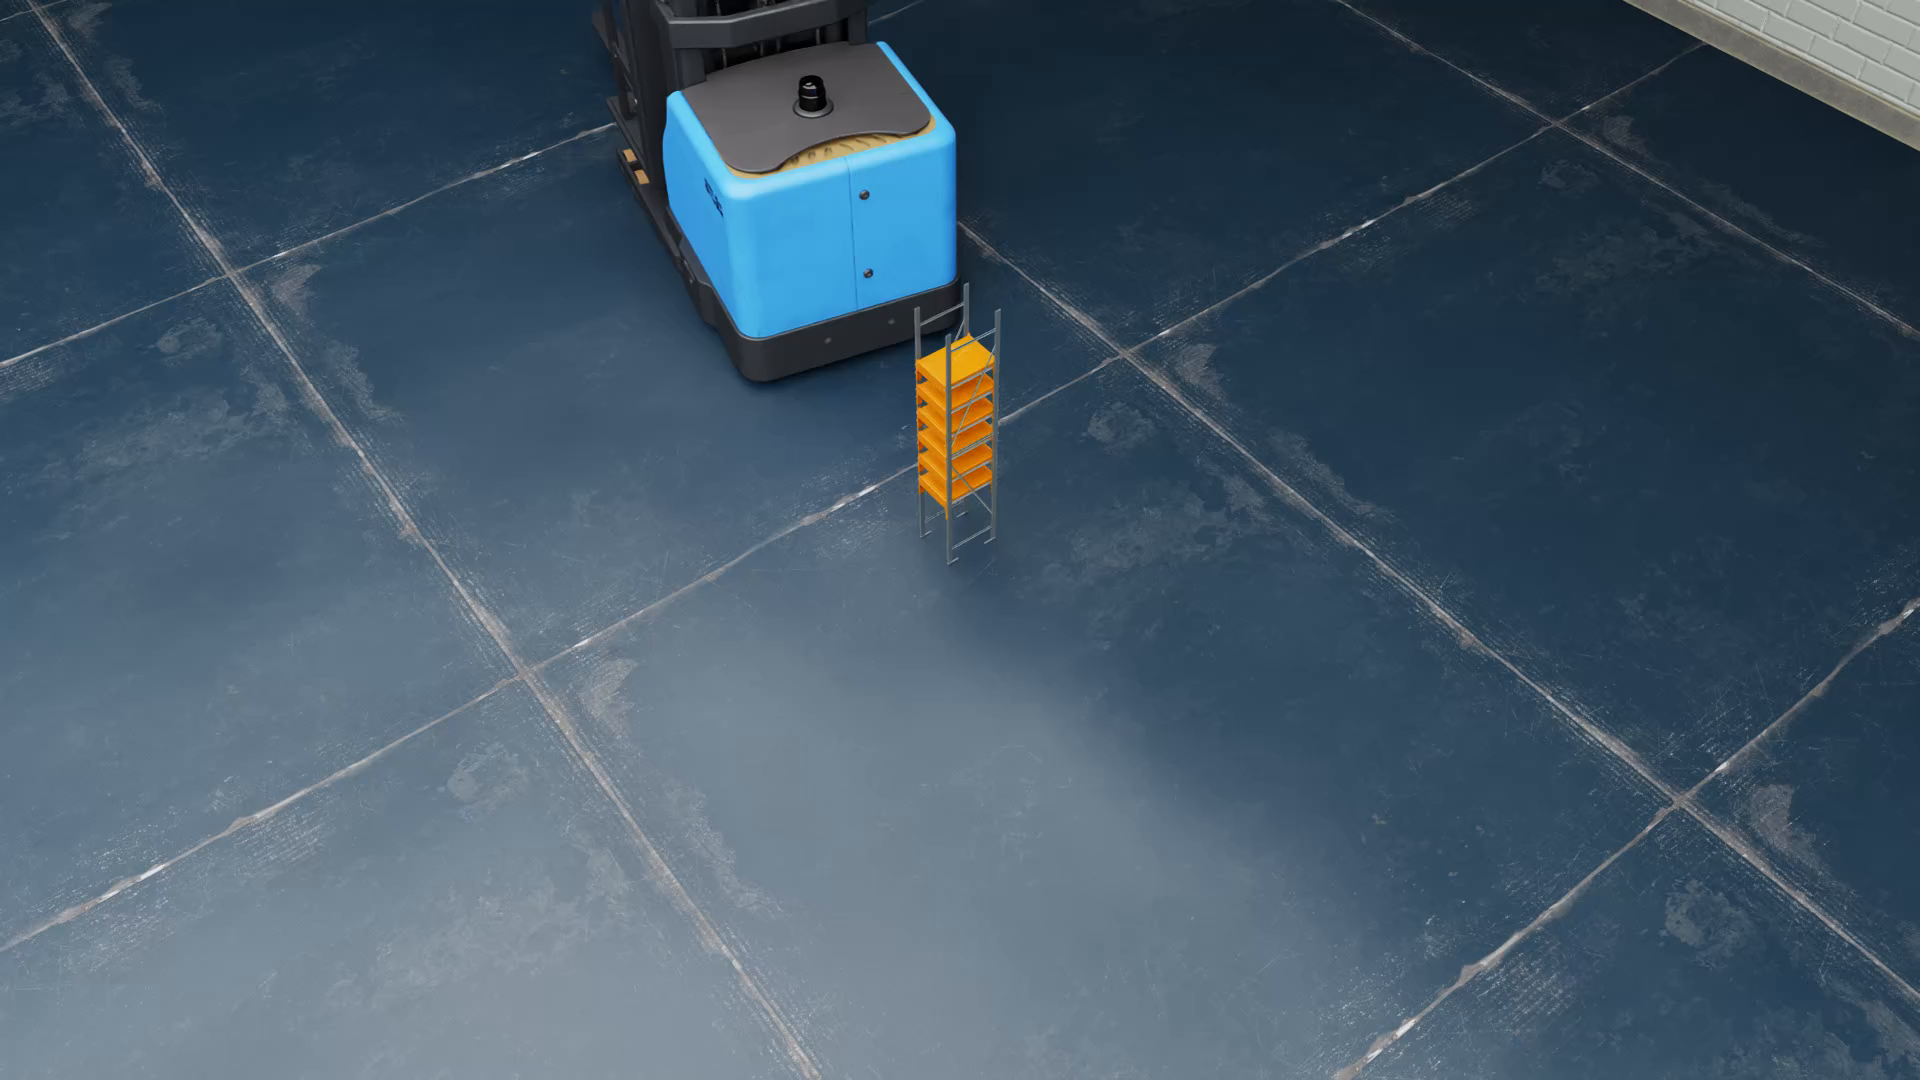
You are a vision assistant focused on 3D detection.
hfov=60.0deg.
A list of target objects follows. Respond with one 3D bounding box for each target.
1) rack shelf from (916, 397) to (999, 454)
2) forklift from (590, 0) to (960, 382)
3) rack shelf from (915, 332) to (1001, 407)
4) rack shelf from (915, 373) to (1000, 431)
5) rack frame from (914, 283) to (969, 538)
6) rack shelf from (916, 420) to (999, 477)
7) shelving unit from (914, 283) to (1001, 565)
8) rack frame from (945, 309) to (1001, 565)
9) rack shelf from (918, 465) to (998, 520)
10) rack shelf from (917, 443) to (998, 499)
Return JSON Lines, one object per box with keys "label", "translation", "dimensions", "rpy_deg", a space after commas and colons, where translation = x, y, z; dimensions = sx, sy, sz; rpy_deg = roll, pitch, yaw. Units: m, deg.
{"label": "rack shelf", "translation": [-0.009, -0.462, 6.256], "dimensions": [0.258, 0.103, 0.180], "rpy_deg": [-29, 54, -24]}
{"label": "forklift", "translation": [-1.072, -2.784, 7.295], "dimensions": [1.130, 2.935, 3.031], "rpy_deg": [-19, 51, -16]}
{"label": "rack shelf", "translation": [-0.009, -0.623, 6.078], "dimensions": [0.258, 0.103, 0.180], "rpy_deg": [-29, 54, -24]}
{"label": "rack shelf", "translation": [-0.009, -0.543, 6.167], "dimensions": [0.258, 0.103, 0.180], "rpy_deg": [-29, 54, -24]}
{"label": "rack frame", "translation": [-0.064, -0.465, 6.361], "dimensions": [0.240, 1.200, 0.006], "rpy_deg": [-29, 54, -24]}
{"label": "rack shelf", "translation": [-0.009, -0.382, 6.345], "dimensions": [0.258, 0.103, 0.180], "rpy_deg": [-29, 54, -24]}
{"label": "shelving unit", "translation": [-0.009, -0.412, 6.312], "dimensions": [0.258, 1.200, 0.189], "rpy_deg": [-29, 54, -24]}
{"label": "rack frame", "translation": [0.047, -0.358, 6.263], "dimensions": [0.240, 1.200, 0.006], "rpy_deg": [-29, 54, -24]}
{"label": "rack shelf", "translation": [-0.009, -0.220, 6.523], "dimensions": [0.258, 0.103, 0.180], "rpy_deg": [-29, 54, -24]}
{"label": "rack shelf", "translation": [-0.009, -0.301, 6.434], "dimensions": [0.258, 0.103, 0.180], "rpy_deg": [-29, 54, -24]}
